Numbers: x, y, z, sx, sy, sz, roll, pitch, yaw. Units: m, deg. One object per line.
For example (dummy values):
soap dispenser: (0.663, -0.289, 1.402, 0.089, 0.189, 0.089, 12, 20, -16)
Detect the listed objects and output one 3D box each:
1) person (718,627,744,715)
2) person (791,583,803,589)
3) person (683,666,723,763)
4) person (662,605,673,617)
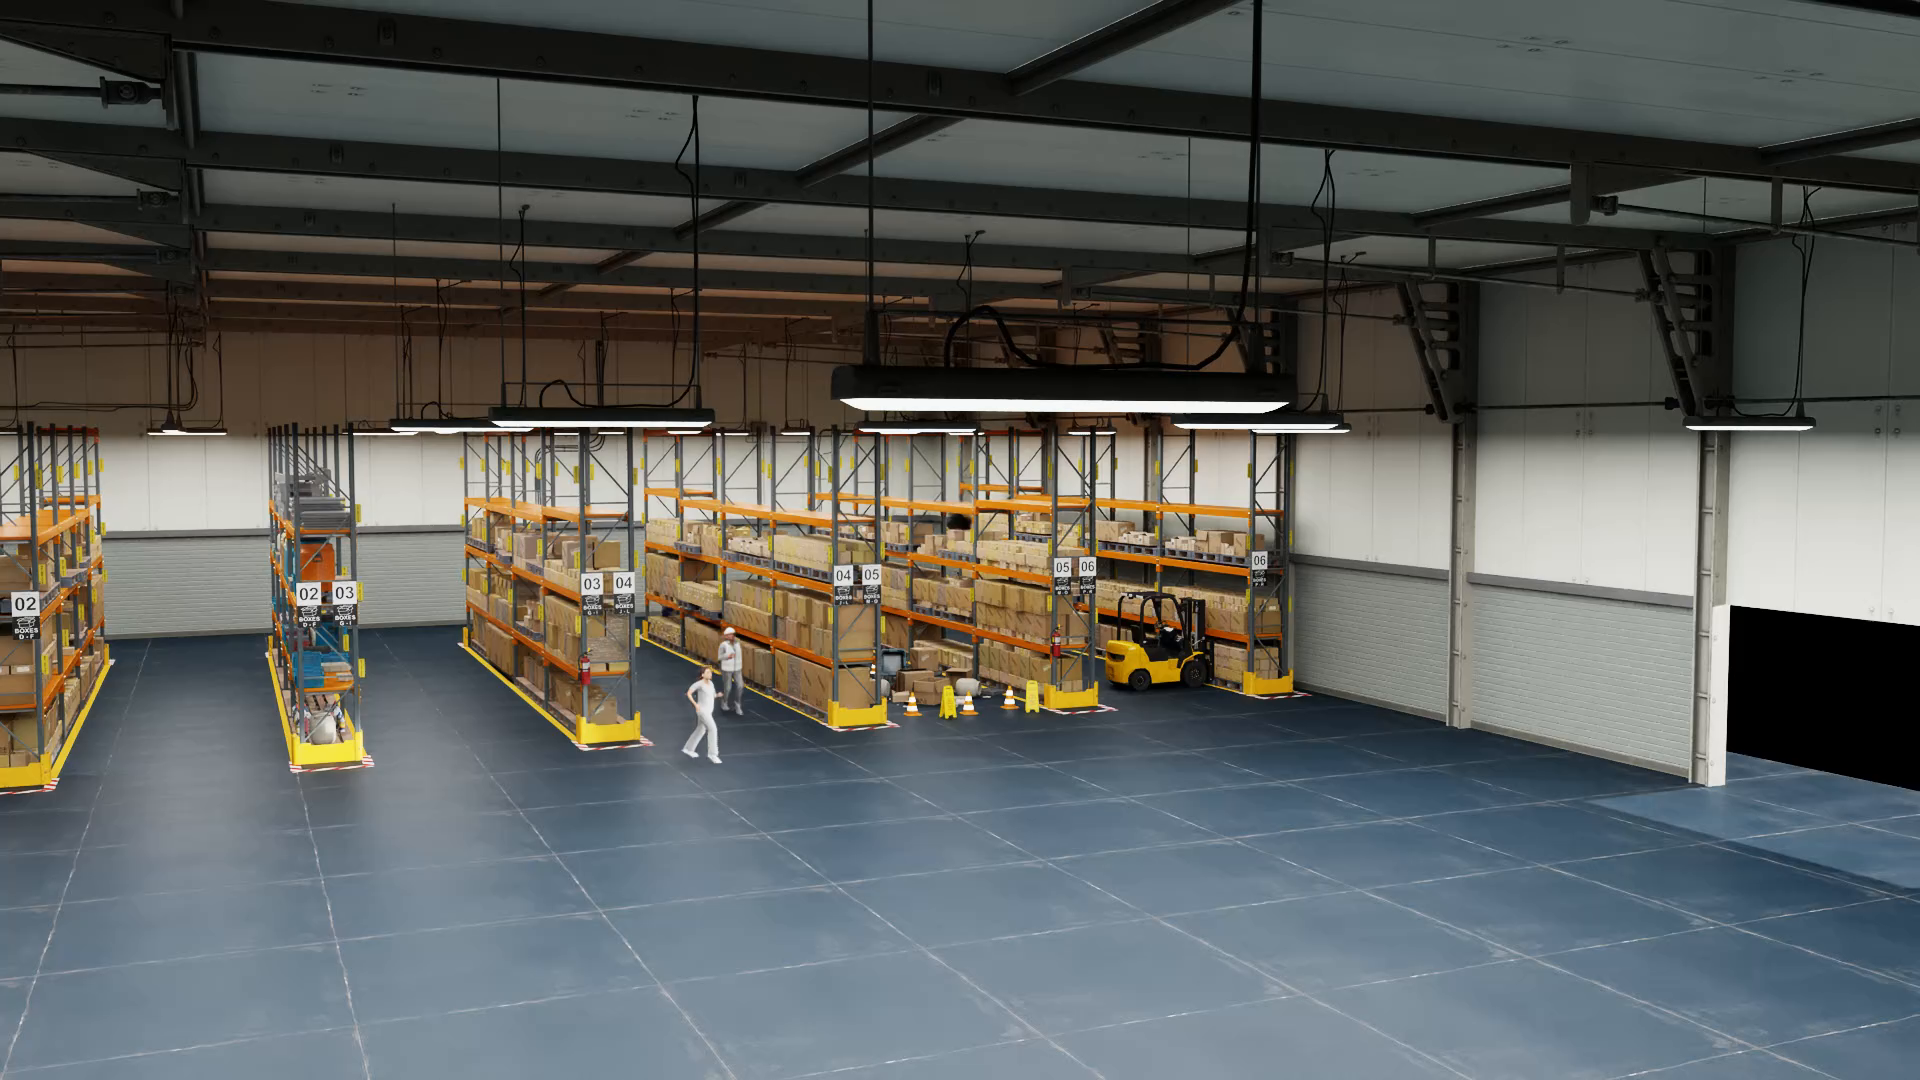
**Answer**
person: (-4.748, 2.726, 34.549, 0.639, 1.825, 0.734, -2, 4, -31)
person: (-4.967, 1.760, 51.056, 0.637, 1.709, 0.732, 0, 4, -8)
person: (-4.556, 3.090, 29.531, 0.793, 1.725, 0.541, 1, 4, 18)
person: (-8.648, 1.935, 49.239, 0.491, 1.567, 0.706, 1, 4, 9)
